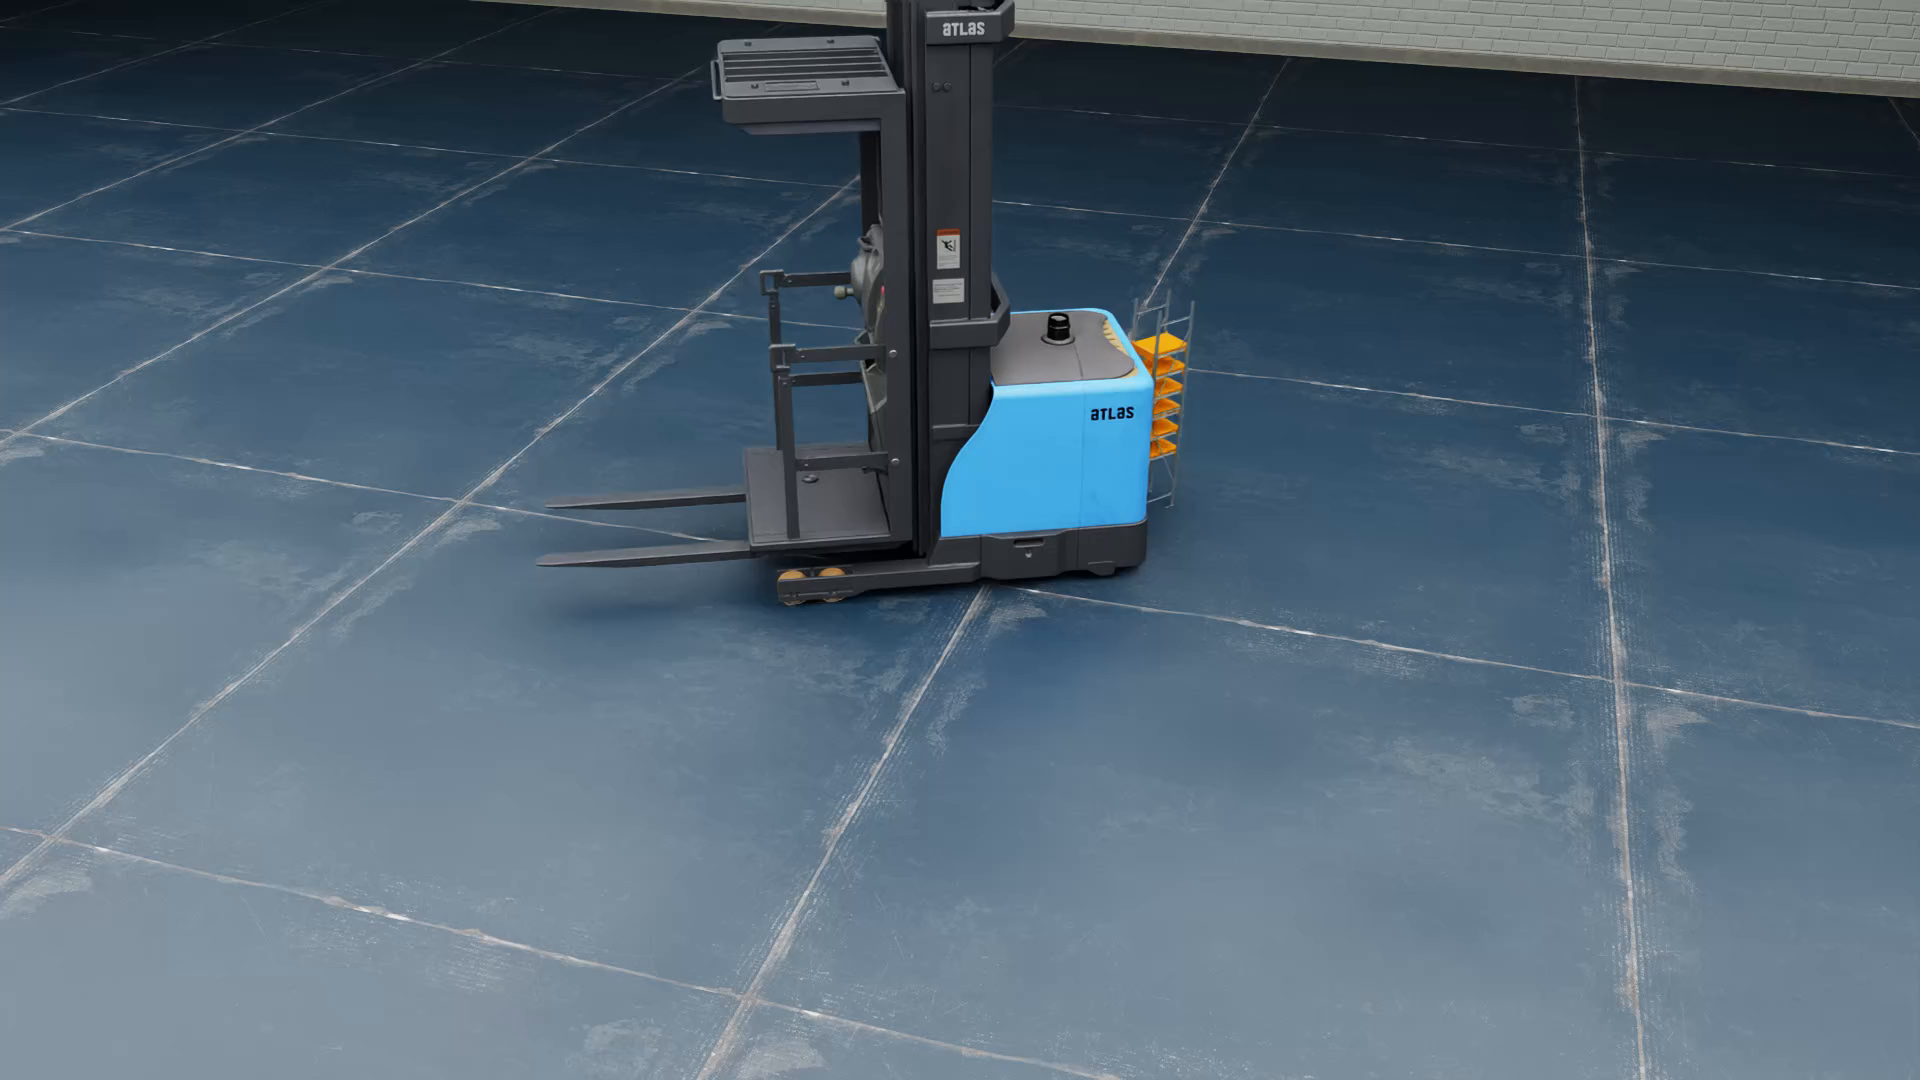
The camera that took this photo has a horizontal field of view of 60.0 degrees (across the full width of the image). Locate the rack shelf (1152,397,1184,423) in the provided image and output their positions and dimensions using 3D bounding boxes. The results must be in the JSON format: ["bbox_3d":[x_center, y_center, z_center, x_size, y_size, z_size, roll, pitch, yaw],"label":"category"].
[{"bbox_3d":[1.027,-0.670,8.804,0.258,0.103,0.180,-19,36,-30],"label":"rack shelf"}]

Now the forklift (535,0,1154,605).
[{"bbox_3d":[-0.616,-1.236,7.957,3.031,2.935,1.130,-4,29,-7],"label":"forklift"}]

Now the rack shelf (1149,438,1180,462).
[{"bbox_3d":[1.022,-0.464,8.927,0.258,0.103,0.180,-19,36,-30],"label":"rack shelf"}]

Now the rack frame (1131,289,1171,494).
[{"bbox_3d":[0.976,-0.748,8.845,0.240,1.200,0.006,-19,36,-30],"label":"rack frame"}]

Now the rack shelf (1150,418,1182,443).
[{"bbox_3d":[1.025,-0.567,8.865,0.258,0.103,0.180,-19,36,-30],"label":"rack shelf"}]

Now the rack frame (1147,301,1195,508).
[{"bbox_3d":[1.081,-0.669,8.718,0.240,1.200,0.006,-19,36,-30],"label":"rack frame"}]

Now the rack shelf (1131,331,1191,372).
[{"bbox_3d":[1.036,-0.979,8.619,0.258,0.103,0.180,-19,36,-30],"label":"rack shelf"}]

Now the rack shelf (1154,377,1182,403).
[{"bbox_3d":[1.030,-0.773,8.742,0.258,0.103,0.180,-19,36,-30],"label":"rack shelf"}]

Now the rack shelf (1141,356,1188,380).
[{"bbox_3d":[1.033,-0.876,8.681,0.258,0.103,0.180,-19,36,-30],"label":"rack shelf"}]

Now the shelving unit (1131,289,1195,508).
[{"bbox_3d":[1.029,-0.708,8.781,0.258,1.200,0.189,-19,36,-30],"label":"shelving unit"}]
